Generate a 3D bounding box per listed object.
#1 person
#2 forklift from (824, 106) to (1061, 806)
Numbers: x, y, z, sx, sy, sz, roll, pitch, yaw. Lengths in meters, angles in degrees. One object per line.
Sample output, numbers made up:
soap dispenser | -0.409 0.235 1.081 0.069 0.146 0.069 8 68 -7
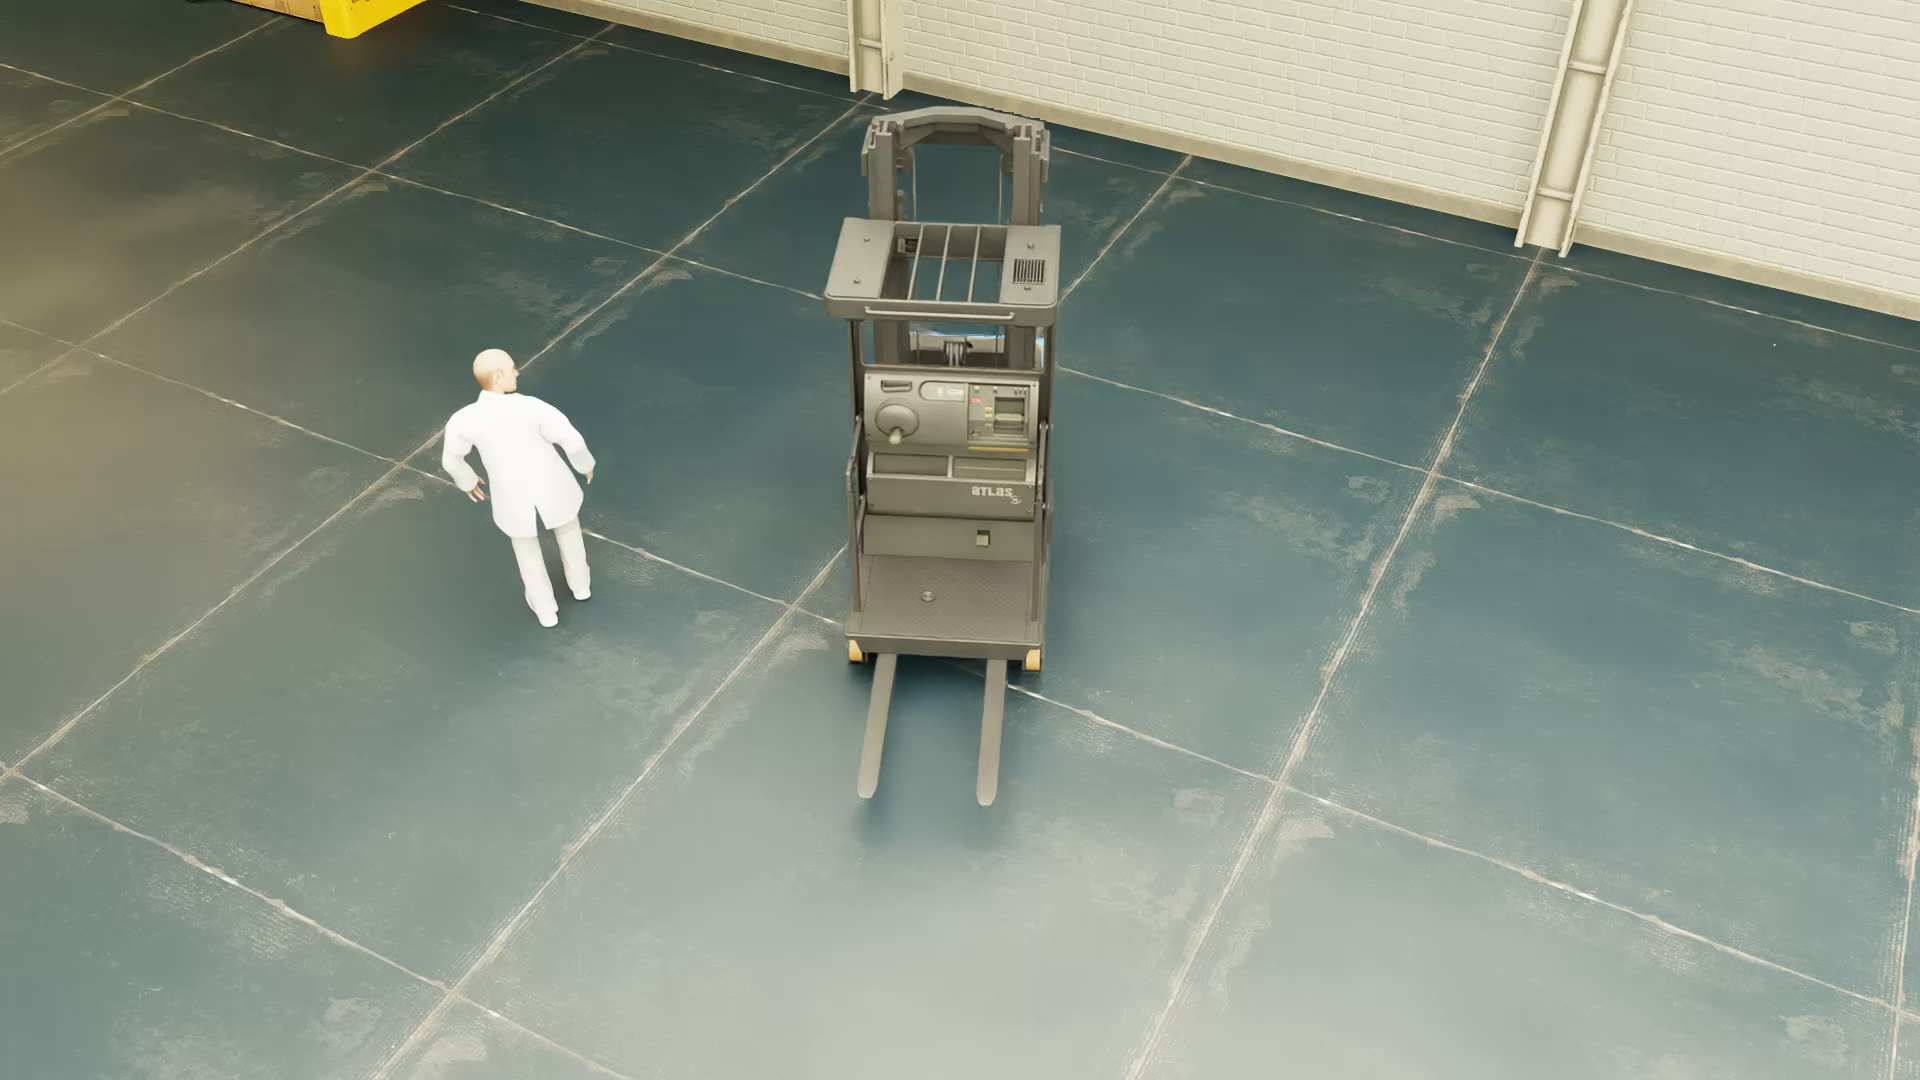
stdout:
person | -2.432 -0.332 9.298 0.799 1.755 0.557 -9 41 -11
forklift | -0.061 -0.609 8.710 1.130 2.935 3.031 3 40 3
